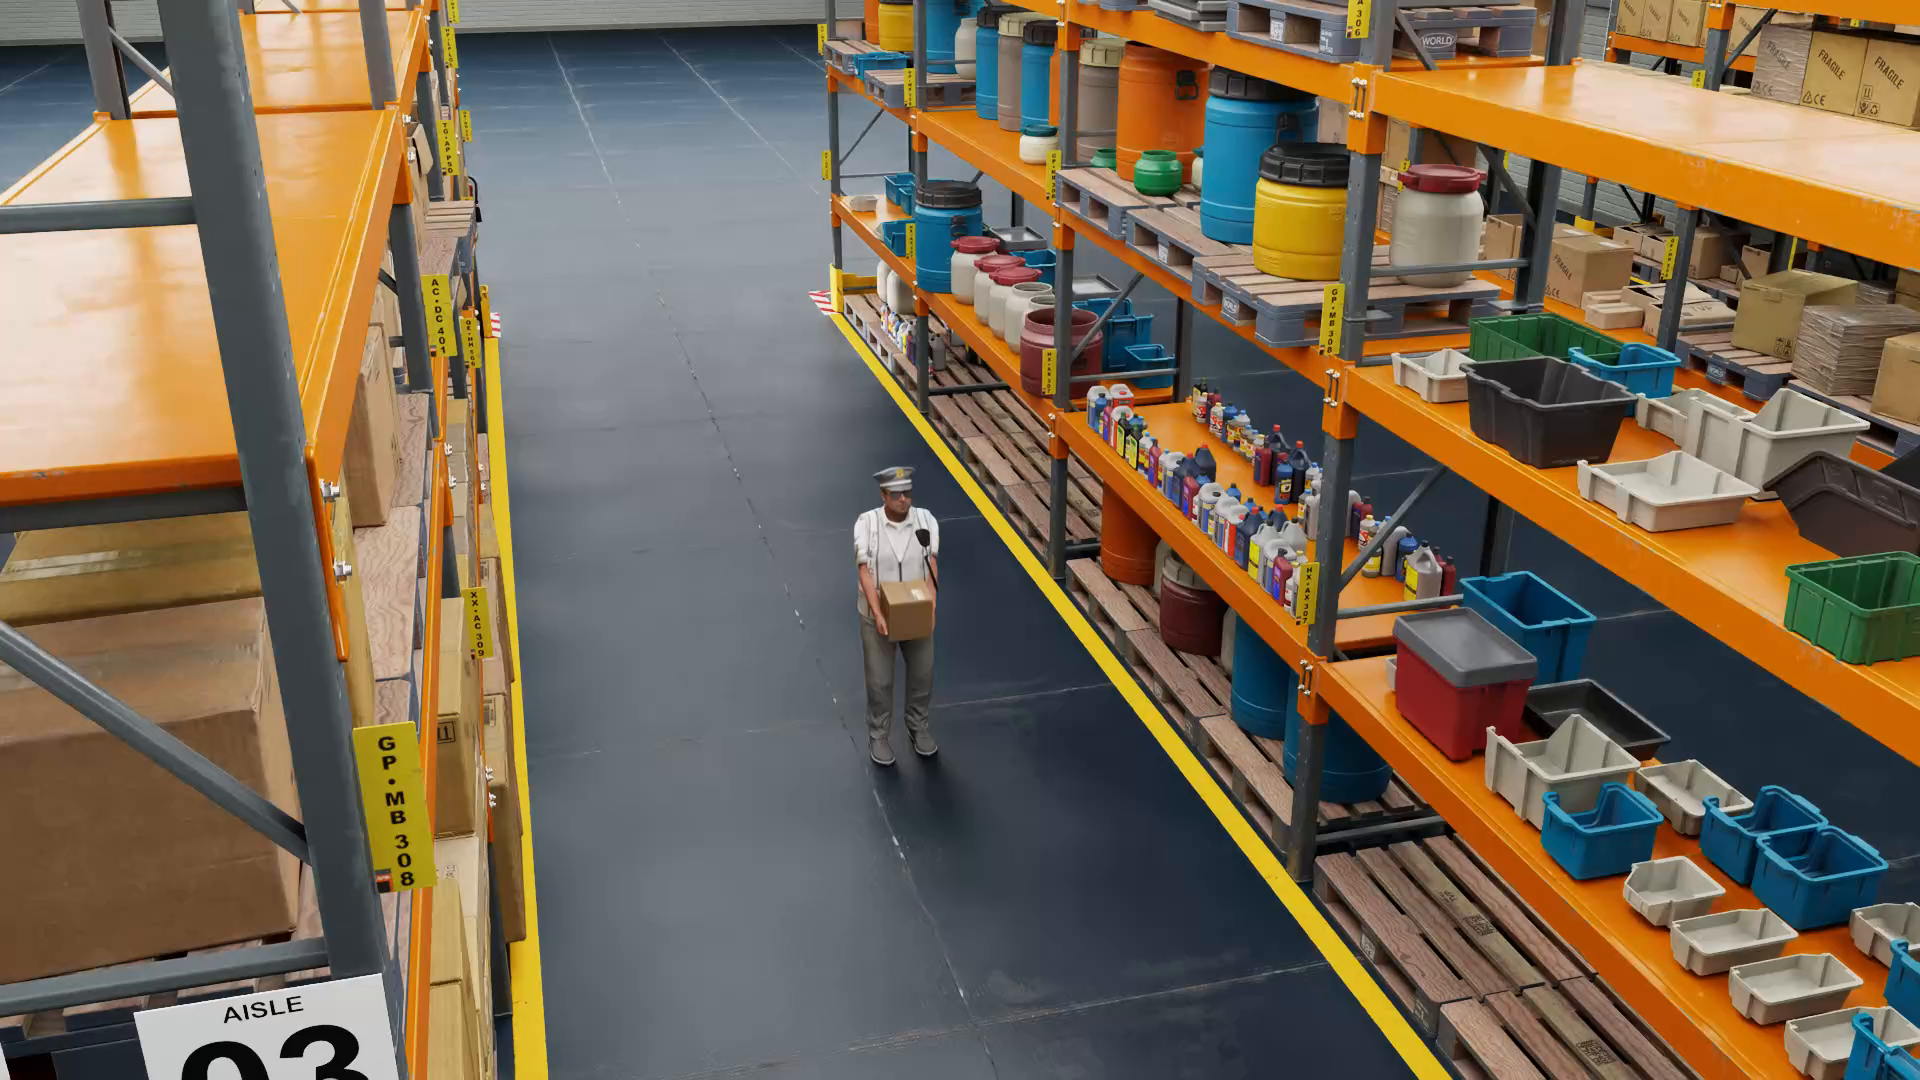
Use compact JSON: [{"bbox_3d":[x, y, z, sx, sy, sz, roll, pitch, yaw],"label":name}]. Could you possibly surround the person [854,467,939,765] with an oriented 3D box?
[{"bbox_3d":[-0.336,0.438,9.588,0.494,1.766,0.565,-6,23,-14],"label":"person"}]
